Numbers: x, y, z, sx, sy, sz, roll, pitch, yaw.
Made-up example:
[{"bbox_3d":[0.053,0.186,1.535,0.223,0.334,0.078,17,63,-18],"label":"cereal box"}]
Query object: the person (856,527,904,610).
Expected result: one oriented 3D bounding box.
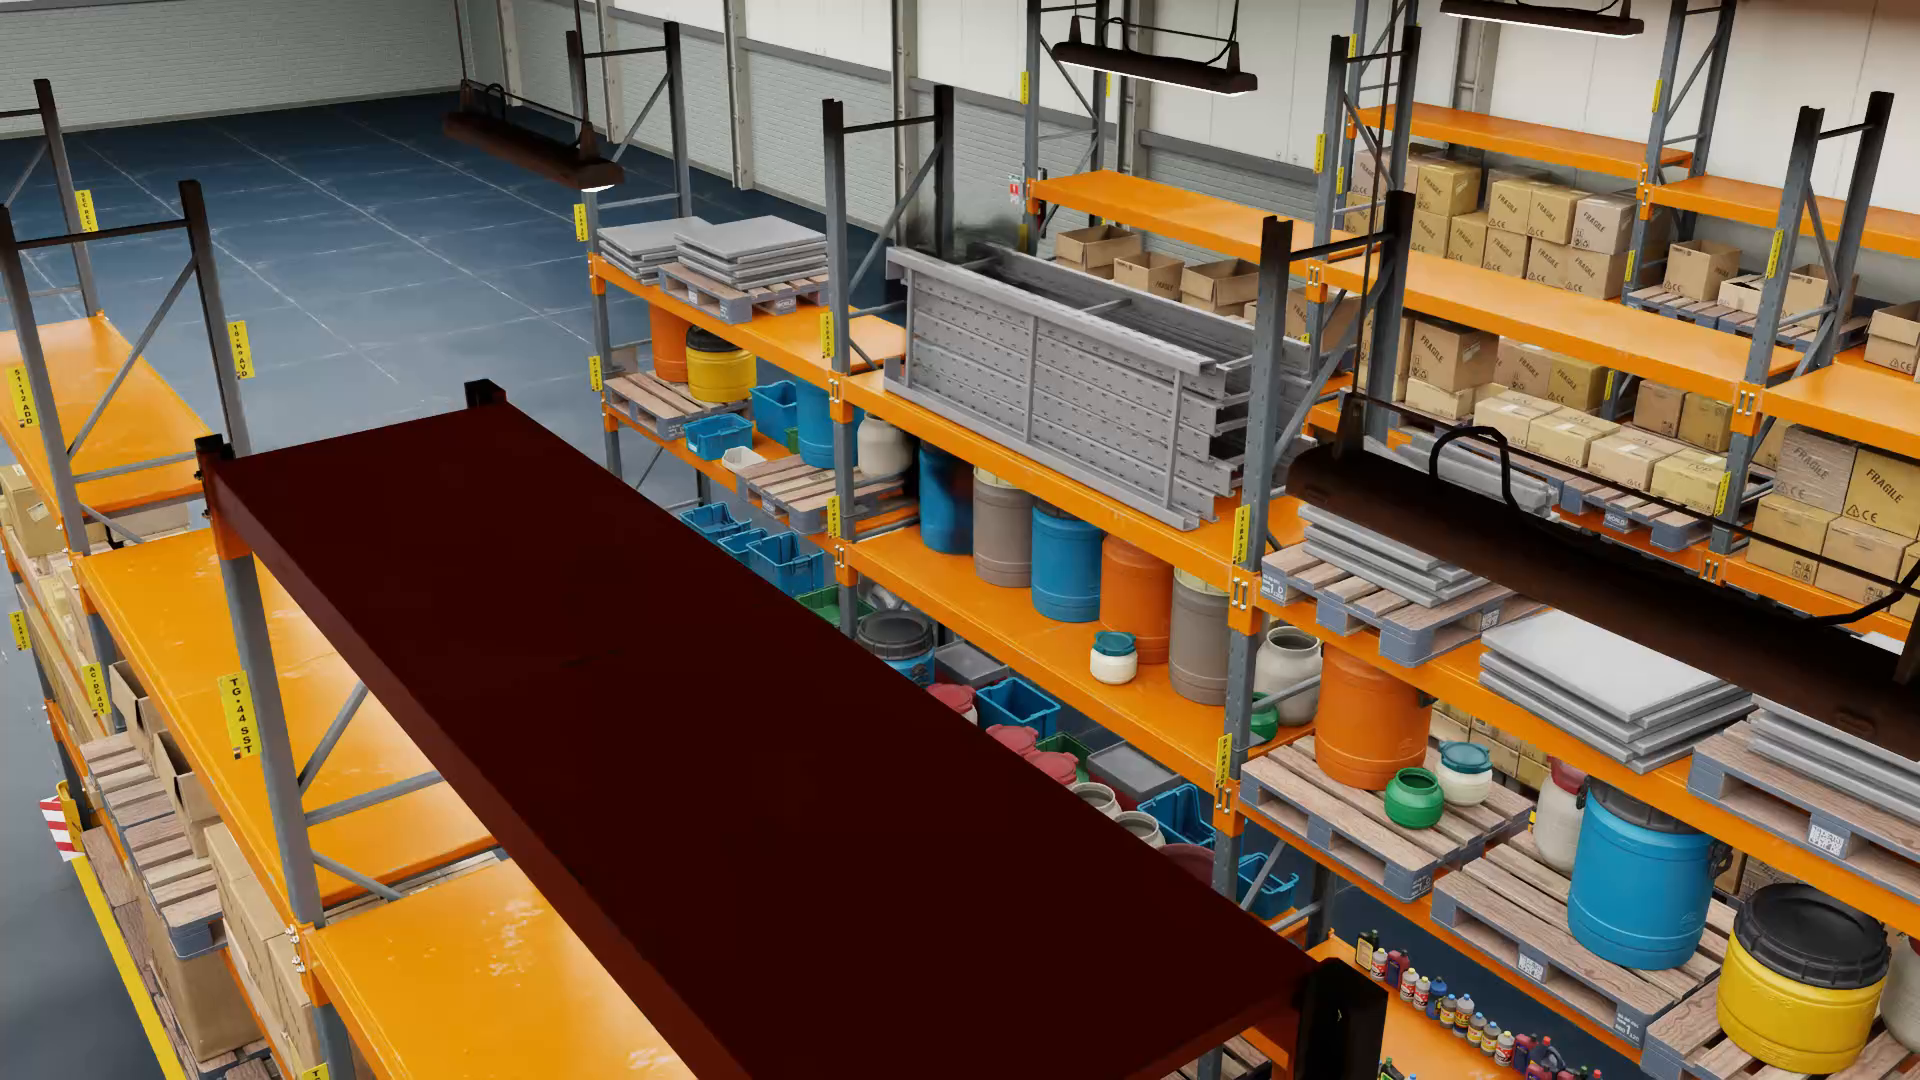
[{"bbox_3d":[-0.866,0.232,16.520,0.645,1.667,0.558,-23,33,-40],"label":"person"}]
